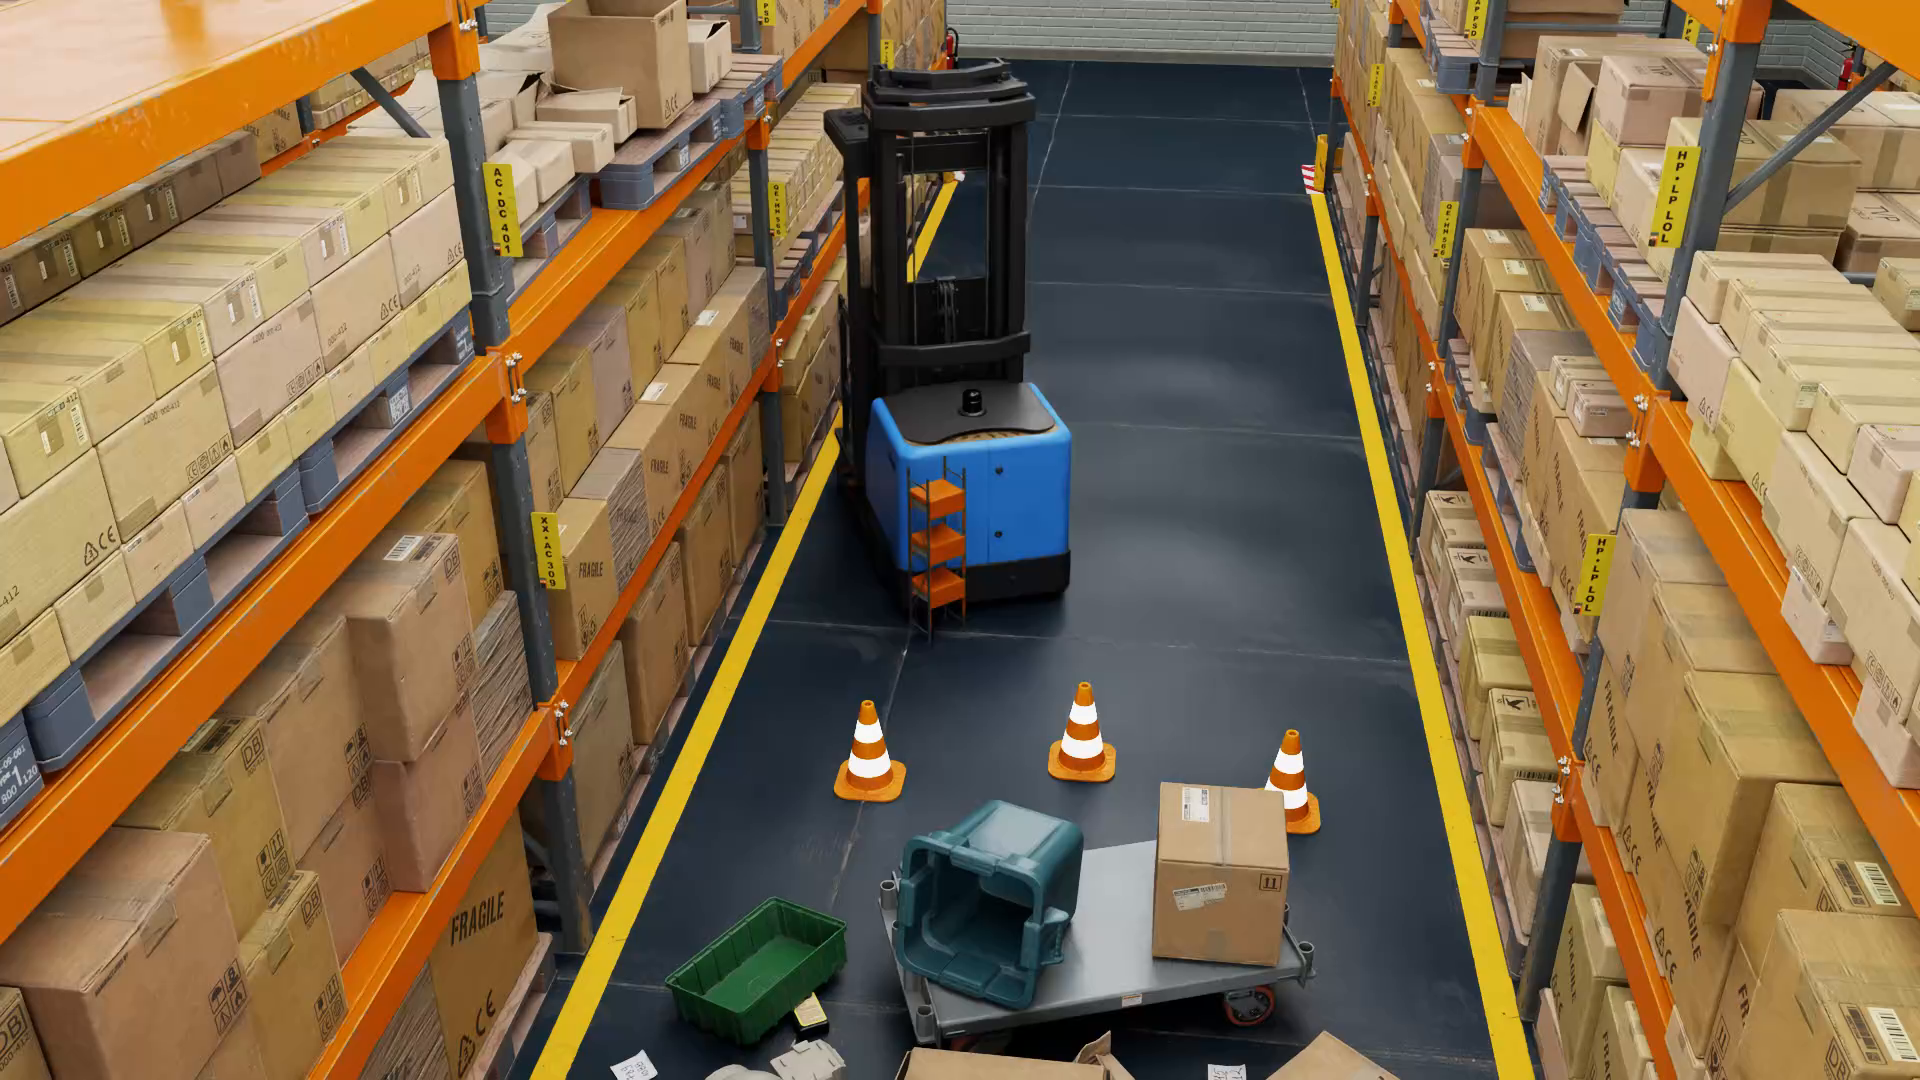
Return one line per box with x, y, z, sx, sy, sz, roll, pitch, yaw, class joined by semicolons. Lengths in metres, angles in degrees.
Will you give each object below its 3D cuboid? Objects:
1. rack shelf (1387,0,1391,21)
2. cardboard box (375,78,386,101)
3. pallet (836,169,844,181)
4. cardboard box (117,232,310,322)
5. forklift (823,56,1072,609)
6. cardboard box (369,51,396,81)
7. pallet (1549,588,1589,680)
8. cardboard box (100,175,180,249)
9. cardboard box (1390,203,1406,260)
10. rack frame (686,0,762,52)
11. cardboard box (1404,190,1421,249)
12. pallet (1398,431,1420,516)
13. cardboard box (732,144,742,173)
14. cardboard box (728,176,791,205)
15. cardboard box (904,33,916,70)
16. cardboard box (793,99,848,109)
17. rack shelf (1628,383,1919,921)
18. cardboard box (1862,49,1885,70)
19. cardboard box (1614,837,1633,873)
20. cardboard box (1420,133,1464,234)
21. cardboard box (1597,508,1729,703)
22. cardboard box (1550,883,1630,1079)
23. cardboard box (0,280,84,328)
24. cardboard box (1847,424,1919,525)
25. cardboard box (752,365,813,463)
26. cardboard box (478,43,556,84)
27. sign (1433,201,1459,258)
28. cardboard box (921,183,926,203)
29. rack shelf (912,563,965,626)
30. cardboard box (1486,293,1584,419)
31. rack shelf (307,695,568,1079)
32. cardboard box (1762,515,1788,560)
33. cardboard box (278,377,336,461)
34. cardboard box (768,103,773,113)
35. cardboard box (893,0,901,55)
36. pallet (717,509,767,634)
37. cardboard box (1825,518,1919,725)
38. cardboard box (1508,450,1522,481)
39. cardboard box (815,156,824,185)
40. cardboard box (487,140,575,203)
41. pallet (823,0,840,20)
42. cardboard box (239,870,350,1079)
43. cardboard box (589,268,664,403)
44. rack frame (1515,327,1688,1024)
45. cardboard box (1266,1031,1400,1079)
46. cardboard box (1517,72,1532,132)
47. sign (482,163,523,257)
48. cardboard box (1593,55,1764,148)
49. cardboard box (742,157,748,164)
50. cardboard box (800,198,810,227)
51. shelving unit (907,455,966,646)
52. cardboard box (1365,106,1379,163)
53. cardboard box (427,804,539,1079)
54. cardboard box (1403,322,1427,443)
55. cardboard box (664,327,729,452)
4.040;-5.044;14.338;1.077;0.370;4.000;3;28;6;rack shelf
-5.549;-4.176;15.396;0.380;0.149;0.250;3;28;5;cardboard box
-1.369;-2.903;12.971;1.003;0.211;1.213;3;28;6;pallet
-1.962;-0.696;4.384;0.380;0.149;0.250;3;29;6;cardboard box
-0.206;-1.572;10.370;1.130;2.935;3.031;-7;29;-13;forklift
-5.599;-4.424;15.435;0.500;0.250;0.500;4;29;7;cardboard box
3.052;0.400;6.839;1.003;0.211;1.213;3;28;6;pallet
-2.554;-0.972;4.897;0.380;0.149;0.250;3;28;6;cardboard box
3.268;-2.122;11.477;0.500;0.250;0.500;3;28;5;cardboard box
-1.621;-4.097;8.659;1.000;3.000;0.127;3;28;6;rack frame
3.213;-2.097;10.902;0.500;0.250;0.500;3;28;5;cardboard box
3.476;-0.355;10.979;1.003;0.211;1.213;3;28;6;pallet
-1.791;-2.768;12.025;0.380;0.149;0.250;3;28;5;cardboard box
-1.307;-2.240;10.733;0.380;0.149;0.250;3;28;6;cardboard box
-0.669;-4.201;14.758;0.500;0.500;0.500;3;28;5;cardboard box
-1.052;-3.227;12.564;0.380;0.149;0.250;2;28;5;cardboard box
2.569;0.604;3.853;1.077;0.370;4.000;3;28;6;rack shelf
8.888;-4.562;15.692;0.500;0.250;0.500;4;29;6;cardboard box
2.478;1.029;5.734;0.380;0.149;0.250;4;29;8;cardboard box
3.163;-2.201;10.305;0.500;0.500;0.500;4;29;7;cardboard box
2.545;0.246;5.449;0.700;0.500;0.500;3;28;6;cardboard box
2.474;1.624;6.030;0.500;0.500;0.500;5;29;9;cardboard box
-2.570;-0.499;4.439;0.500;0.250;0.500;3;28;6;cardboard box
2.347;-0.149;3.917;0.380;0.149;0.250;3;28;5;cardboard box
-1.281;-0.859;11.166;0.500;0.500;0.500;2;28;4;cardboard box
-2.052;-2.161;7.774;0.500;0.311;0.500;3;28;5;cardboard box
2.753;-1.756;9.419;0.100;0.325;0.005;3;28;6;sign
-0.533;-3.405;16.262;0.380;0.149;0.250;2;28;4;cardboard box
-0.129;0.320;9.450;0.240;0.259;0.215;-19;34;-32;rack shelf
2.904;-0.881;8.154;0.500;0.500;0.500;4;29;7;cardboard box
-2.356;1.685;5.011;1.077;0.370;4.000;3;28;6;rack shelf
2.454;-0.052;4.578;0.380;0.149;0.250;4;29;8;cardboard box
-1.962;-0.344;4.572;0.380;0.149;0.250;4;29;7;cardboard box
-1.663;-3.385;12.857;0.380;0.149;0.250;4;29;8;cardboard box
-0.785;-4.397;14.068;0.500;0.500;0.500;3;28;5;cardboard box
-1.792;0.138;10.063;1.003;0.211;1.213;3;28;6;pallet
2.301;0.189;3.711;0.500;0.250;0.500;4;29;7;cardboard box
2.834;-0.390;7.926;0.380;0.149;0.250;4;29;8;cardboard box
-1.177;-2.611;11.734;0.380;0.149;0.250;4;29;8;cardboard box
-1.737;-1.486;6.692;0.250;0.149;0.380;3;28;6;cardboard box
-1.436;-3.804;11.476;1.213;0.211;1.003;3;28;6;pallet
-2.338;1.298;4.812;0.875;0.550;0.500;3;28;6;cardboard box
-1.869;-1.009;8.093;0.700;0.500;0.500;3;28;6;cardboard box
2.814;0.667;6.142;1.000;3.000;0.127;3;28;6;rack frame
1.333;2.191;5.945;0.500;0.500;0.500;-24;36;-37;cardboard box
3.066;-2.219;8.477;0.396;0.266;0.258;3;28;6;cardboard box
-1.560;-1.125;5.676;0.100;0.325;0.005;3;28;6;sign
2.862;-1.755;6.662;0.500;0.250;0.500;4;29;7;cardboard box
-1.761;-2.768;12.340;0.380;0.149;0.250;2;28;4;cardboard box
-1.238;-2.235;11.350;0.380;0.149;0.250;4;29;8;cardboard box
-0.129;0.066;9.313;0.252;1.050;0.215;-19;34;-32;shelving unit
3.598;-3.376;13.541;0.500;0.500;0.500;4;29;7;cardboard box
-2.257;1.469;6.450;0.875;0.875;0.875;4;29;7;cardboard box
3.585;-1.205;11.414;0.875;0.875;0.875;4;29;7;cardboard box
-1.533;-0.802;8.764;0.500;0.500;0.500;3;28;5;cardboard box
